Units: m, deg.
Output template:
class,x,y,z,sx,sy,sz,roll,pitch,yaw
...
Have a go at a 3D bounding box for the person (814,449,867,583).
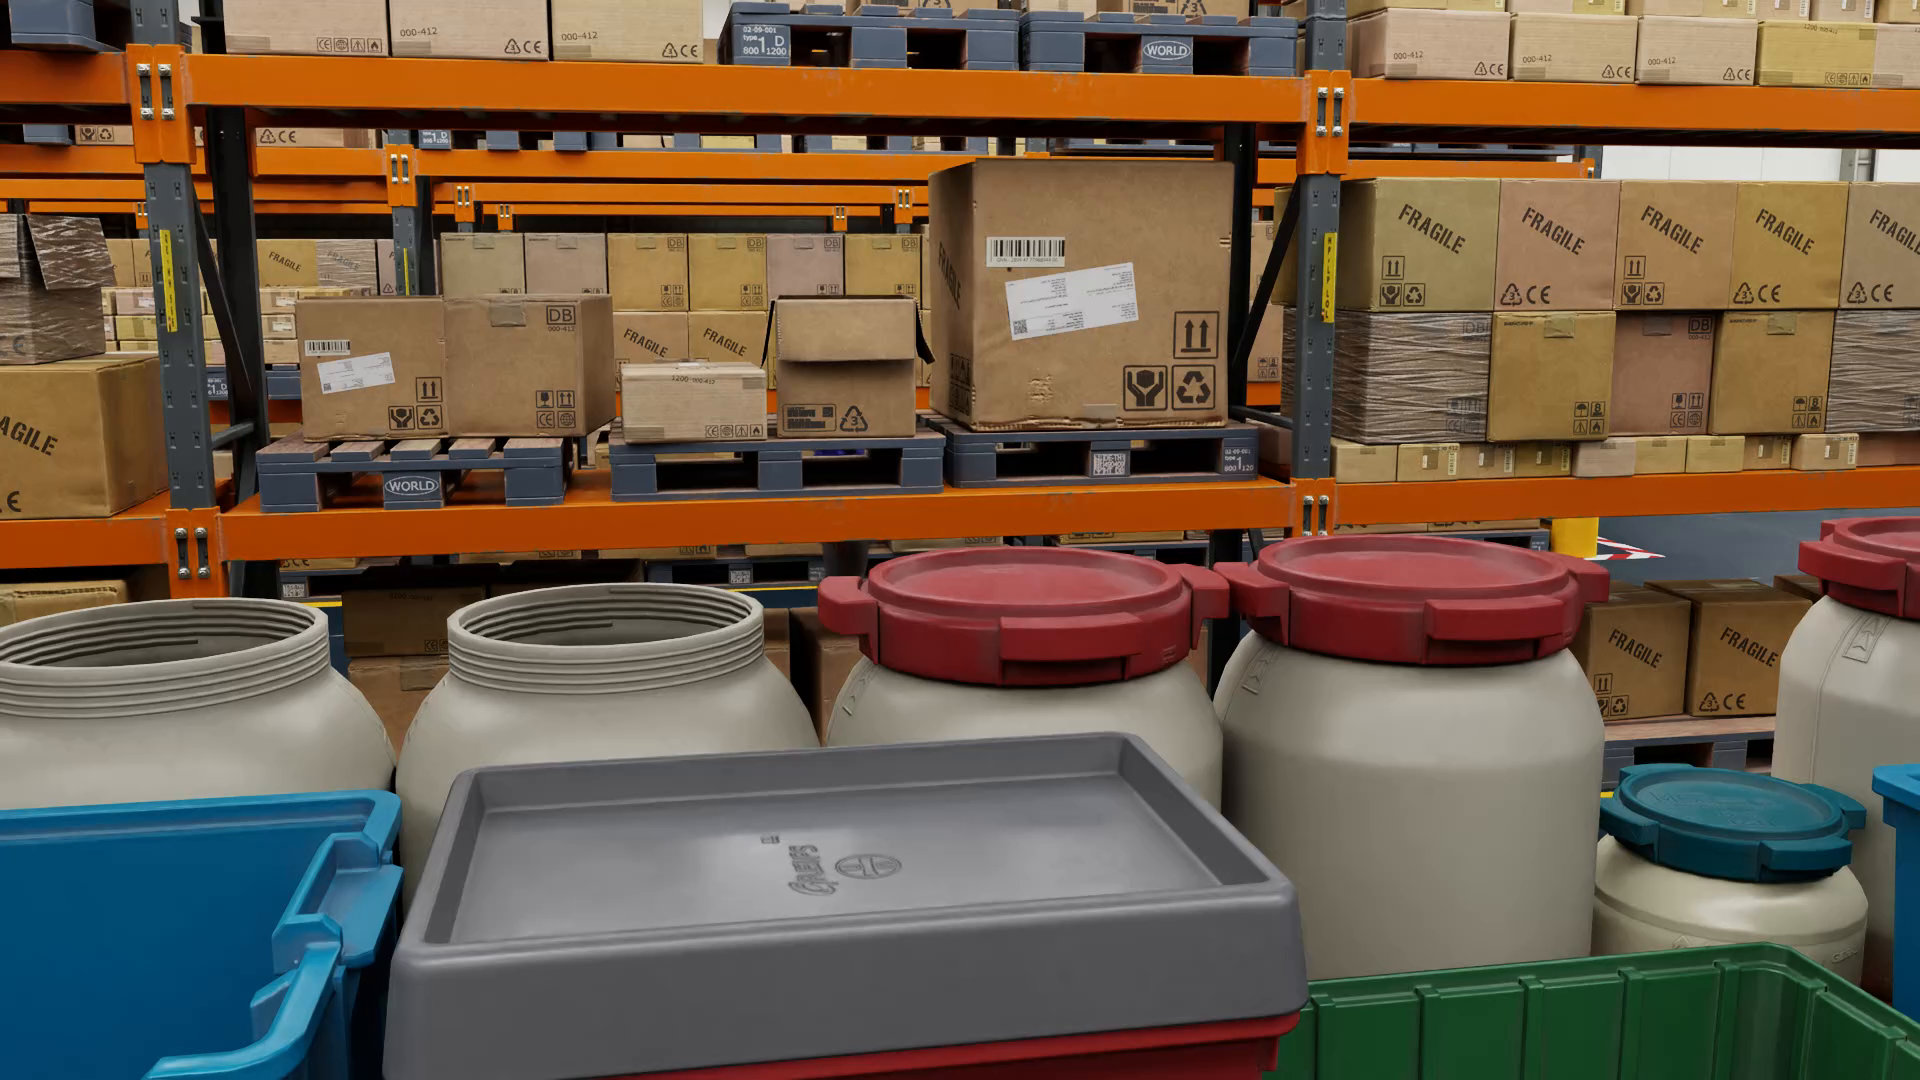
class,x,y,z,sx,sy,sz,roll,pitch,yaw
person,-0.629,-0.102,8.477,0.362,1.656,0.468,-1,10,-4
